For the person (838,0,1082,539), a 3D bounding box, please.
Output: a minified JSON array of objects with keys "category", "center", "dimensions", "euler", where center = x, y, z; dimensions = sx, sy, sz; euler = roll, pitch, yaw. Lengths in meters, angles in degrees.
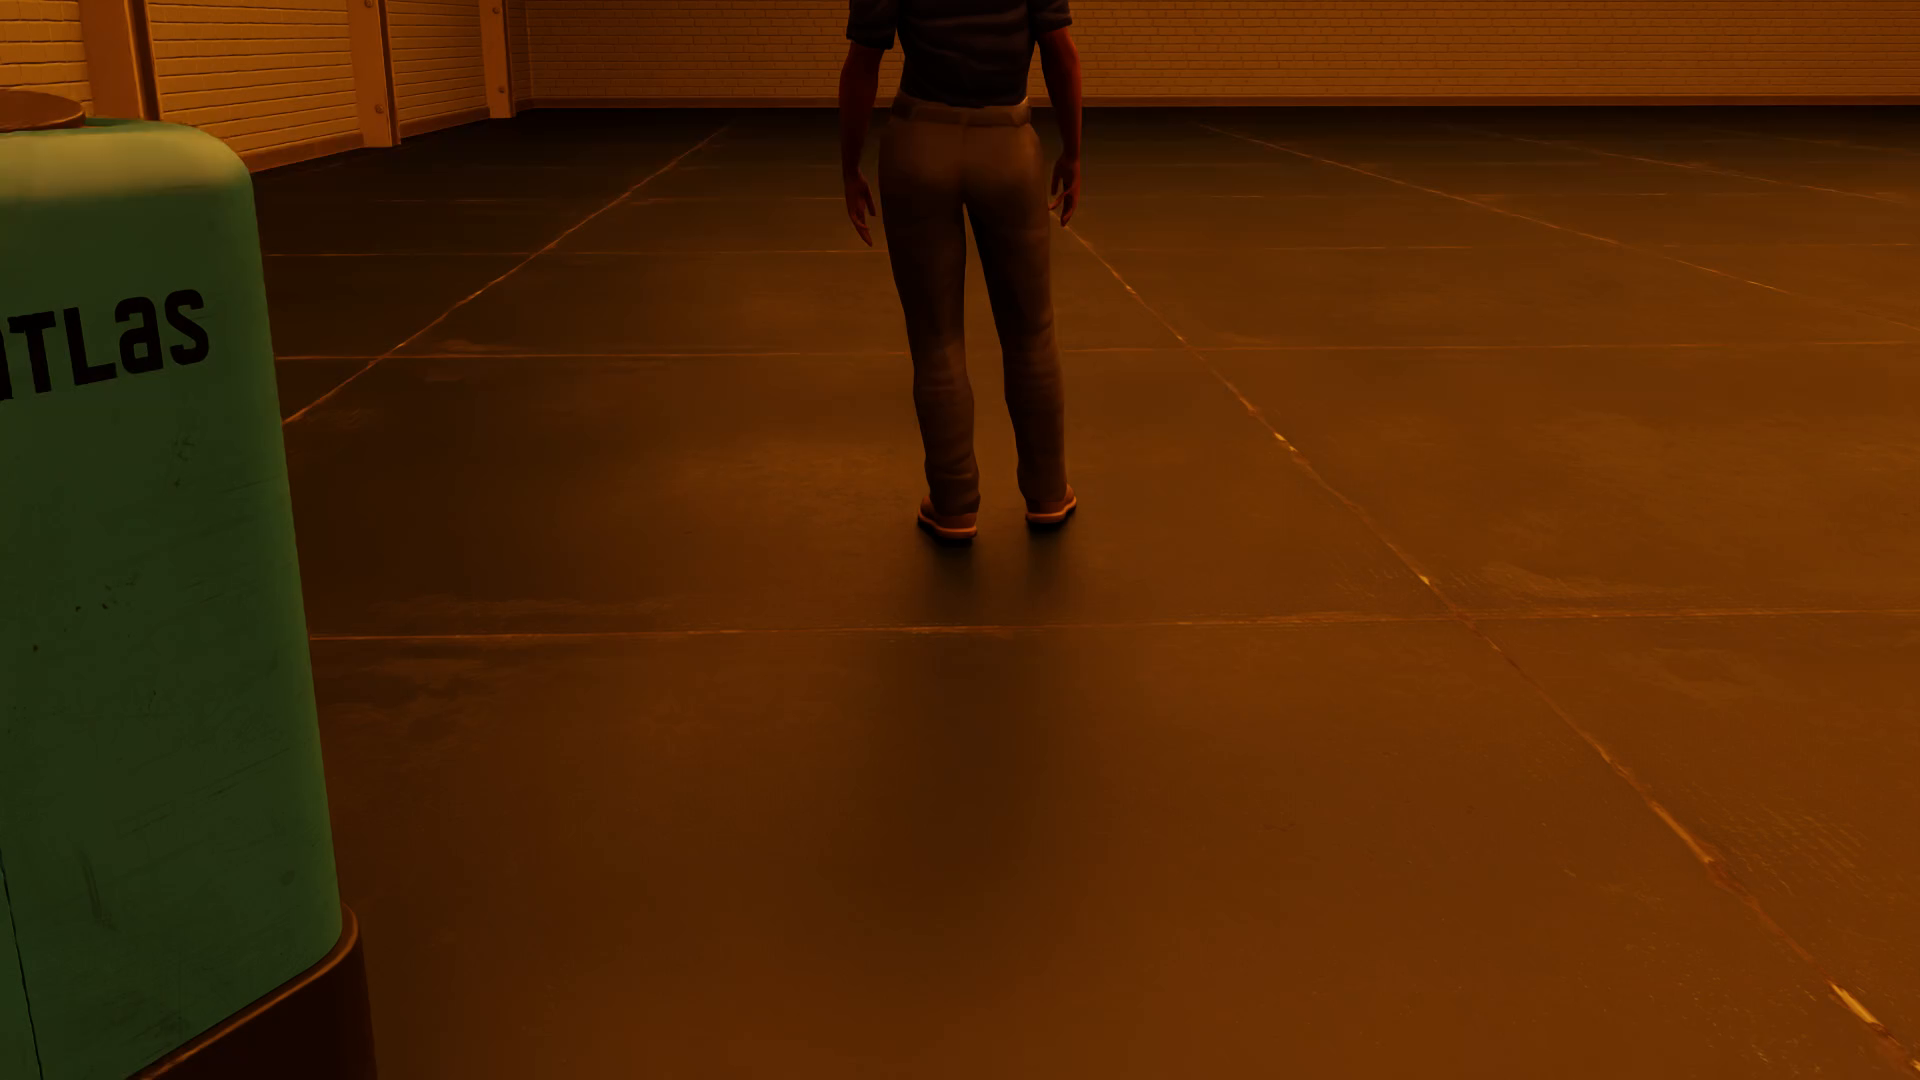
[{"category":"person","center":[0.016,-0.824,3.759],"dimensions":[0.569,1.654,0.504],"euler":[-1,17,-3]}]
